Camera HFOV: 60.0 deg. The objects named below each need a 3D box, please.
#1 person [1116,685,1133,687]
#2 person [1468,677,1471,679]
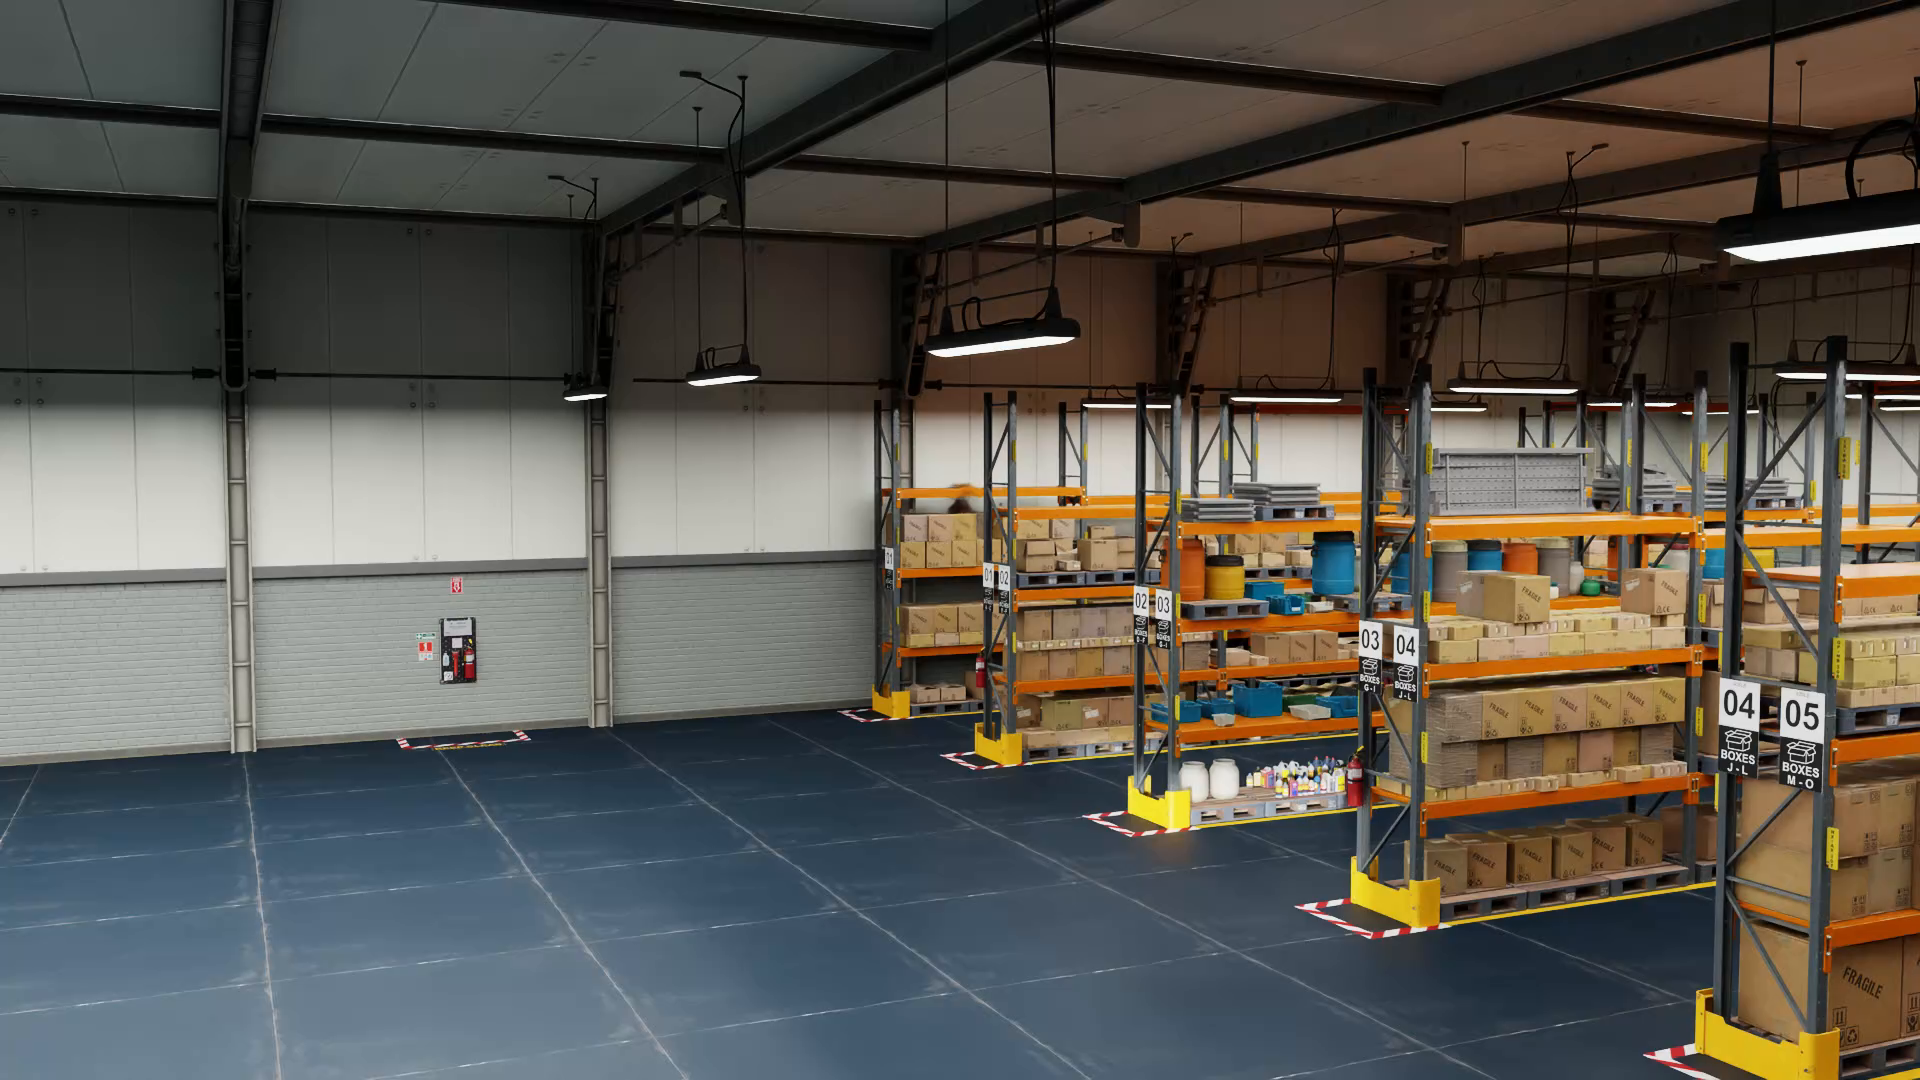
[{"bbox_3d":[3.263,2.492,31.524,0.781,1.736,0.572,-1,4,-19],"label":"person"},{"bbox_3d":[8.129,2.745,27.196,0.459,1.668,0.363,-1,4,-20],"label":"person"}]
